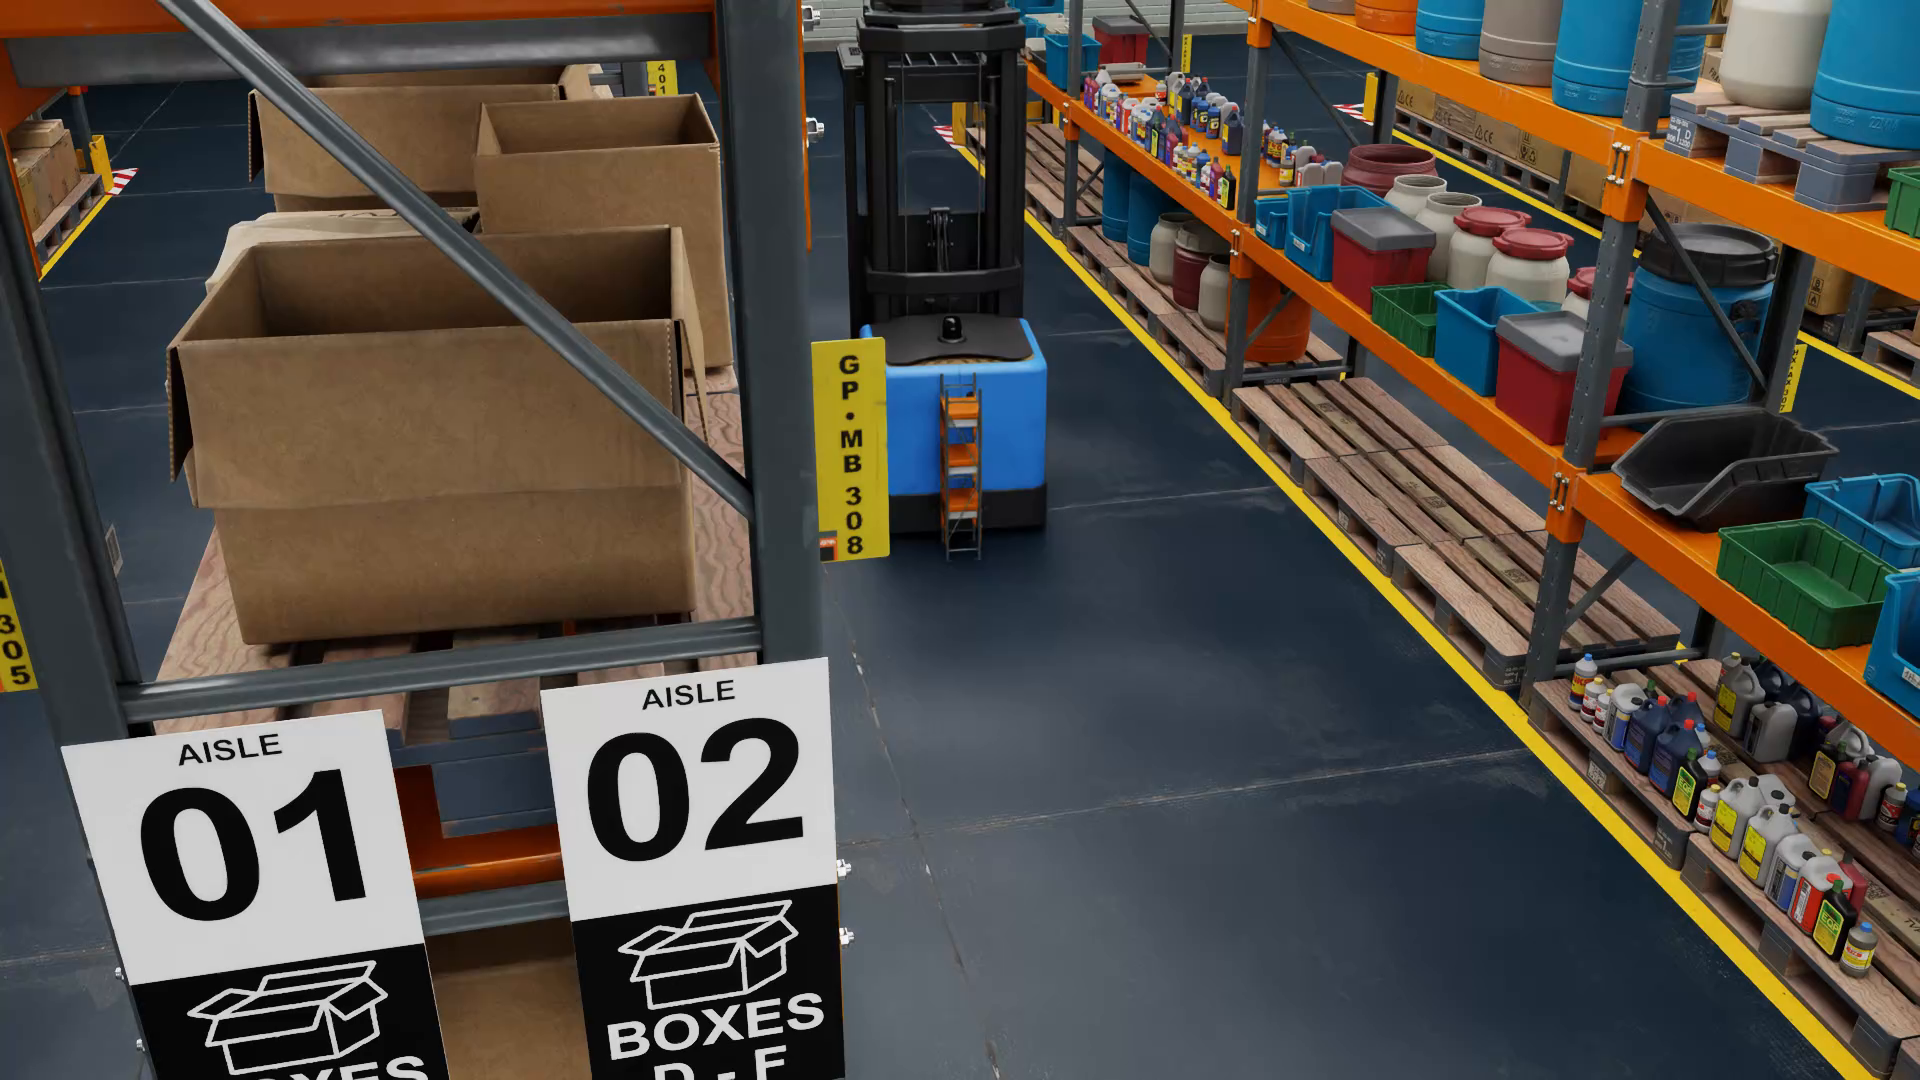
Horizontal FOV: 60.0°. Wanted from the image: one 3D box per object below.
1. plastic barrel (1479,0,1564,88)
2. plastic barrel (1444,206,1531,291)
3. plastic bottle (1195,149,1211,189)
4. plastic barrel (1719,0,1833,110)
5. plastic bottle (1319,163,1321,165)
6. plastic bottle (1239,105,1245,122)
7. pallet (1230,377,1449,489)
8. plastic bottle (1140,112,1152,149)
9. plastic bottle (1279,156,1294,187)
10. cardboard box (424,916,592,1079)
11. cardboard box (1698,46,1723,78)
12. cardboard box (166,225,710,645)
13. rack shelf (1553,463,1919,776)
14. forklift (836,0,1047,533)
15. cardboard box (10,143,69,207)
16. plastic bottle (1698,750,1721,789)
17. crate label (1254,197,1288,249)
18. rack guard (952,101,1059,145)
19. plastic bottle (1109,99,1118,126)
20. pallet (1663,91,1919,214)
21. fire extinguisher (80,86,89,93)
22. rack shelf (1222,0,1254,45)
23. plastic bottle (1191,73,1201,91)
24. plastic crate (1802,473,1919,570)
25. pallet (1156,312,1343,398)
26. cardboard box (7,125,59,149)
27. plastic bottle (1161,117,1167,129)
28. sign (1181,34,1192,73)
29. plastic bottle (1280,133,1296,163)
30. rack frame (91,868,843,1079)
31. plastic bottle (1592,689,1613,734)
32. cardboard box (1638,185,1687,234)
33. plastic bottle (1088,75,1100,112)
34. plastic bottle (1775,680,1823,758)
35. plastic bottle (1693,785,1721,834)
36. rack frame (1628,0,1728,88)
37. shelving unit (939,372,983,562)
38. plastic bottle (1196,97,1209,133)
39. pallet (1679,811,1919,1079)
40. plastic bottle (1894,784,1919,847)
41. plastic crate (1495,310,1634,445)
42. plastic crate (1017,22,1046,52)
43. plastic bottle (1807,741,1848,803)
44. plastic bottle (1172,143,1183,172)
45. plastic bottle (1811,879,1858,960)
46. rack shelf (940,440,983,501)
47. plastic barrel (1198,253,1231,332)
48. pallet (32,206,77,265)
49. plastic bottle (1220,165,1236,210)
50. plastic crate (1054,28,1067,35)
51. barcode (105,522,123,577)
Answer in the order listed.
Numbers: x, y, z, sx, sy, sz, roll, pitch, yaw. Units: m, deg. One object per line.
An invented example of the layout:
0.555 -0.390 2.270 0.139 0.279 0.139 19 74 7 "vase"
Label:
2.761 -2.609 7.705 0.600 0.901 0.600 0 27 0 "plastic barrel"
2.970 -1.573 9.386 0.433 0.535 0.433 0 27 0 "plastic barrel"
1.722 -2.630 11.774 0.097 0.271 0.097 0 27 0 "plastic bottle"
3.140 -1.925 6.316 0.421 0.512 0.421 0 27 0 "plastic barrel"
2.529 -2.544 11.682 0.097 0.201 0.097 0 27 0 "plastic bottle"
2.206 -3.194 12.804 0.144 0.351 0.185 -6 27 -12 "plastic bottle"
2.470 -0.725 10.952 1.003 0.211 1.213 -6 27 -12 "pallet"
1.447 -3.166 12.836 0.097 0.271 0.097 0 27 0 "plastic bottle"
2.329 -2.630 11.852 0.097 0.201 0.097 0 27 0 "plastic bottle"
-0.795 0.846 3.193 0.700 0.500 0.500 -6 27 -11 "cardboard box"
6.344 -3.950 14.135 0.500 0.500 0.500 -7 28 -13 "cardboard box"
-0.816 -0.188 2.729 0.797 0.503 0.637 -4 27 -8 "cardboard box"
3.685 0.641 5.949 1.077 0.370 4.000 -6 27 -12 "rack shelf"
-0.176 -1.982 10.425 1.130 2.935 3.031 -3 27 -6 "forklift"
-8.754 -3.374 15.415 0.700 0.500 0.500 -6 27 -12 "cardboard box"
3.124 1.004 6.972 0.097 0.271 0.097 0 27 0 "plastic bottle"
2.063 -2.016 10.601 0.303 0.233 0.416 -6 27 -12 "crate label"
0.512 -4.719 18.545 1.175 0.500 0.348 -6 27 -12 "rack guard"
1.269 -3.482 13.540 0.097 0.201 0.097 0 27 0 "plastic bottle"
3.492 -1.506 6.285 1.213 0.211 1.003 -6 27 -12 "pallet"
-8.706 -4.732 16.296 0.296 0.674 0.183 -6 27 -12 "fire extinguisher"
1.882 -4.210 12.231 1.077 0.370 4.000 -6 27 -12 "rack shelf"
1.958 -3.677 13.762 0.144 0.351 0.185 -6 27 -12 "plastic bottle"
3.748 -0.033 6.652 0.499 0.251 0.616 -6 27 -12 "plastic crate"
2.115 -1.411 12.311 1.003 0.211 1.213 -6 27 -12 "pallet"
-8.602 -3.734 15.407 0.380 0.149 0.250 -5 27 -10 "cardboard box"
1.556 -3.044 12.581 0.061 0.283 0.133 -6 27 -12 "plastic bottle"
1.968 -4.248 14.531 0.100 0.325 0.005 -6 27 -12 "sign"
2.408 -2.852 12.202 0.061 0.283 0.133 -6 27 -12 "plastic bottle"
-0.691 1.700 3.054 1.000 3.000 0.127 -6 27 -12 "rack frame"
2.925 0.769 7.515 0.097 0.201 0.097 0 27 0 "plastic bottle"
6.623 -3.141 14.535 1.225 0.875 0.875 -7 28 -13 "cardboard box"
1.129 -3.755 13.990 0.061 0.283 0.133 -6 27 -12 "plastic bottle"
3.704 0.766 7.355 0.144 0.351 0.185 -7 28 -14 "plastic bottle"
3.096 1.101 6.857 0.097 0.201 0.097 0 27 0 "plastic bottle"
3.235 -3.236 6.174 1.000 3.000 0.127 -6 27 -12 "rack frame"
0.005 -0.405 9.386 0.215 1.050 0.252 -3 27 -6 "shelving unit"
1.944 -3.410 13.321 0.097 0.271 0.097 0 27 0 "plastic bottle"
3.624 1.523 6.499 1.003 0.211 1.213 -6 27 -12 "pallet"
3.886 1.109 6.764 0.097 0.271 0.097 0 27 0 "plastic bottle"
2.827 -0.768 7.871 0.402 0.464 0.583 -6 27 -12 "plastic crate"
0.629 -4.926 16.300 0.416 0.233 0.300 -6 27 -12 "plastic crate"
3.682 0.960 7.046 0.061 0.283 0.133 -6 27 -12 "plastic bottle"
1.612 -2.812 12.213 0.097 0.201 0.097 0 27 0 "plastic bottle"
3.251 1.403 6.167 0.061 0.283 0.133 -5 27 -10 "plastic bottle"
0.005 -0.395 9.391 0.215 0.259 0.240 -3 27 -6 "rack shelf"
1.992 -1.842 12.366 0.421 0.512 0.421 0 27 0 "plastic barrel"
-8.594 -2.697 14.860 1.003 0.211 1.213 -6 27 -12 "pallet"
1.826 -2.396 11.297 0.061 0.283 0.133 -6 27 -12 "plastic bottle"
1.113 -5.019 16.590 0.298 0.136 0.250 -6 27 -12 "plastic crate"
-1.229 0.018 2.412 0.001 0.075 0.075 -6 27 -12 "barcode"
